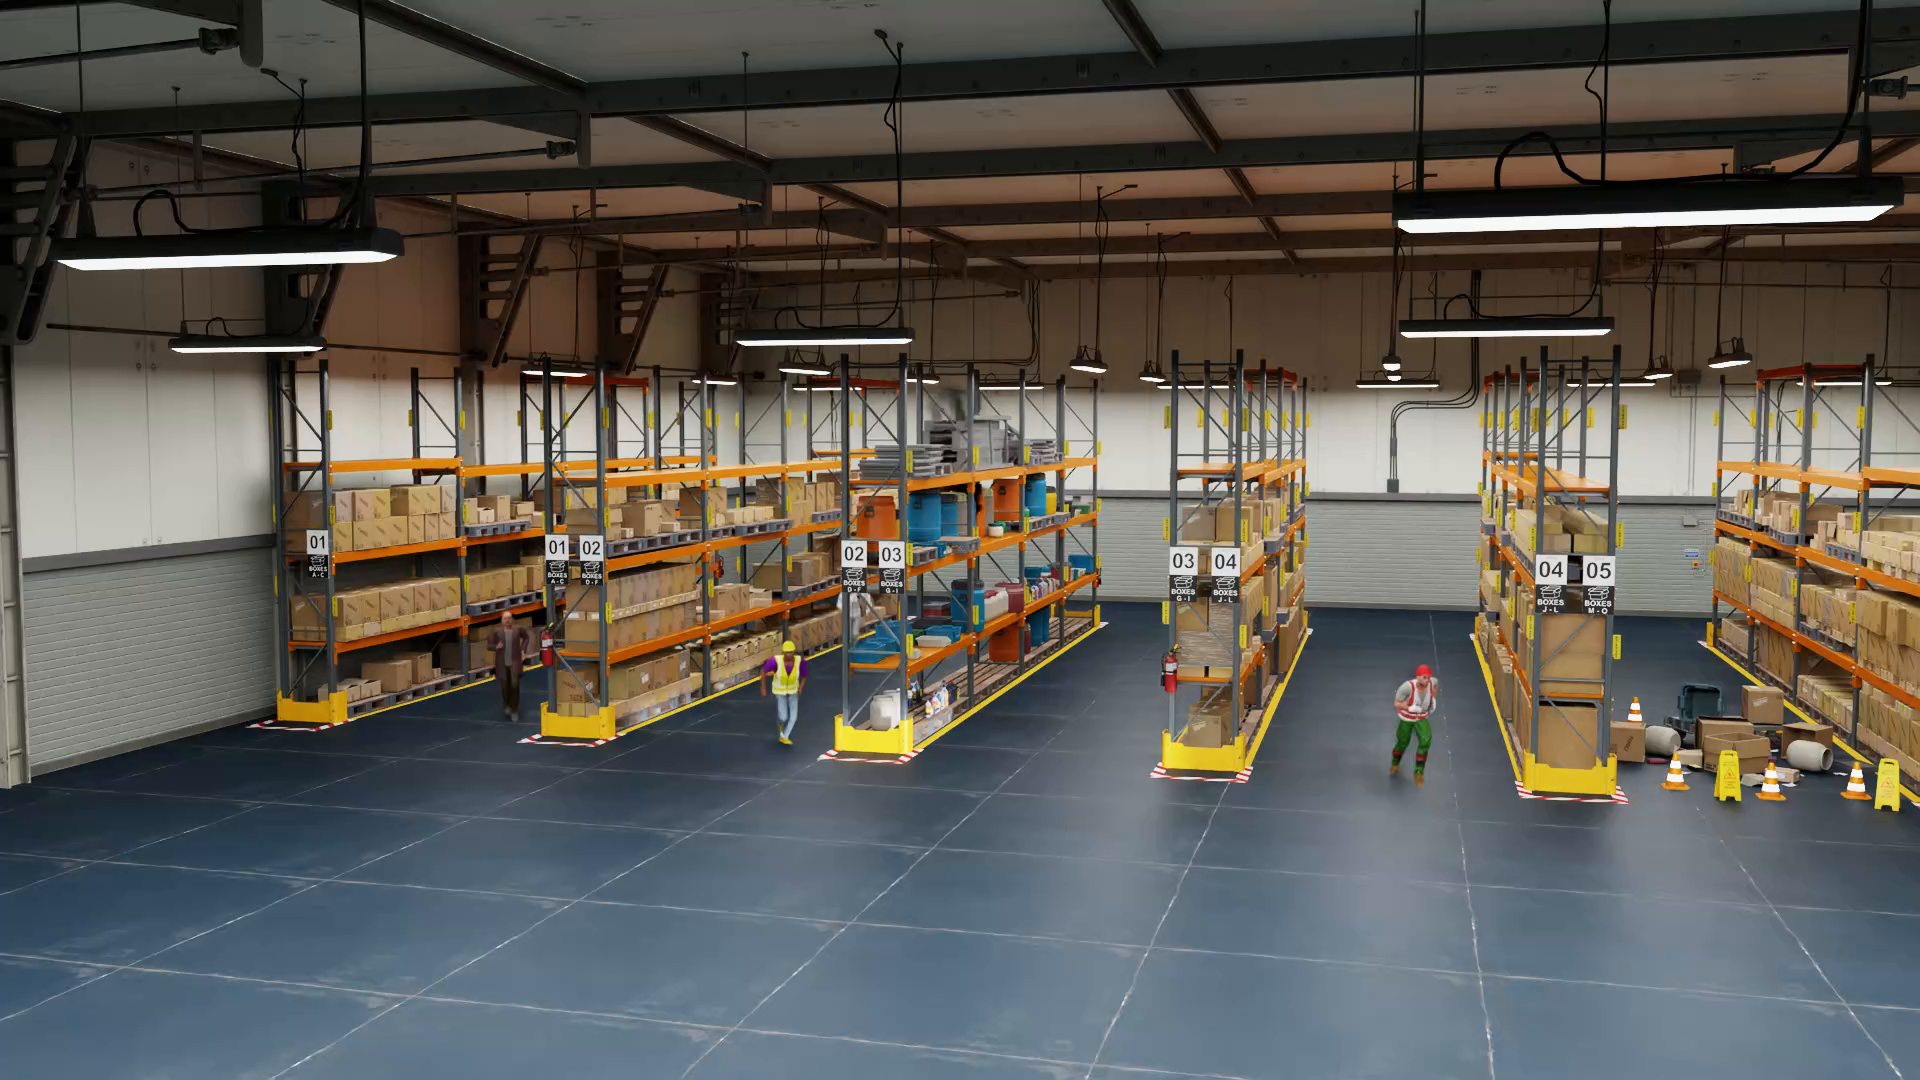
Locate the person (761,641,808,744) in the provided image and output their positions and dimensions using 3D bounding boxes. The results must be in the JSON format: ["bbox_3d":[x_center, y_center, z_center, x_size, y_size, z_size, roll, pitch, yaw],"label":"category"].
[{"bbox_3d":[-2.697,2.345,25.576,0.714,1.633,0.740,-1,4,-15],"label":"person"}]

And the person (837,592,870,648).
[{"bbox_3d":[-2.101,1.576,32.766,0.638,1.771,0.791,0,4,2],"label":"person"}]

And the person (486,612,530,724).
[{"bbox_3d":[-7.556,2.110,27.813,0.693,1.840,0.850,-1,4,-12],"label":"person"}]

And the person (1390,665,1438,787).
[{"bbox_3d":[6.266,2.536,23.017,0.707,1.724,1.030,-1,4,-11],"label":"person"}]
